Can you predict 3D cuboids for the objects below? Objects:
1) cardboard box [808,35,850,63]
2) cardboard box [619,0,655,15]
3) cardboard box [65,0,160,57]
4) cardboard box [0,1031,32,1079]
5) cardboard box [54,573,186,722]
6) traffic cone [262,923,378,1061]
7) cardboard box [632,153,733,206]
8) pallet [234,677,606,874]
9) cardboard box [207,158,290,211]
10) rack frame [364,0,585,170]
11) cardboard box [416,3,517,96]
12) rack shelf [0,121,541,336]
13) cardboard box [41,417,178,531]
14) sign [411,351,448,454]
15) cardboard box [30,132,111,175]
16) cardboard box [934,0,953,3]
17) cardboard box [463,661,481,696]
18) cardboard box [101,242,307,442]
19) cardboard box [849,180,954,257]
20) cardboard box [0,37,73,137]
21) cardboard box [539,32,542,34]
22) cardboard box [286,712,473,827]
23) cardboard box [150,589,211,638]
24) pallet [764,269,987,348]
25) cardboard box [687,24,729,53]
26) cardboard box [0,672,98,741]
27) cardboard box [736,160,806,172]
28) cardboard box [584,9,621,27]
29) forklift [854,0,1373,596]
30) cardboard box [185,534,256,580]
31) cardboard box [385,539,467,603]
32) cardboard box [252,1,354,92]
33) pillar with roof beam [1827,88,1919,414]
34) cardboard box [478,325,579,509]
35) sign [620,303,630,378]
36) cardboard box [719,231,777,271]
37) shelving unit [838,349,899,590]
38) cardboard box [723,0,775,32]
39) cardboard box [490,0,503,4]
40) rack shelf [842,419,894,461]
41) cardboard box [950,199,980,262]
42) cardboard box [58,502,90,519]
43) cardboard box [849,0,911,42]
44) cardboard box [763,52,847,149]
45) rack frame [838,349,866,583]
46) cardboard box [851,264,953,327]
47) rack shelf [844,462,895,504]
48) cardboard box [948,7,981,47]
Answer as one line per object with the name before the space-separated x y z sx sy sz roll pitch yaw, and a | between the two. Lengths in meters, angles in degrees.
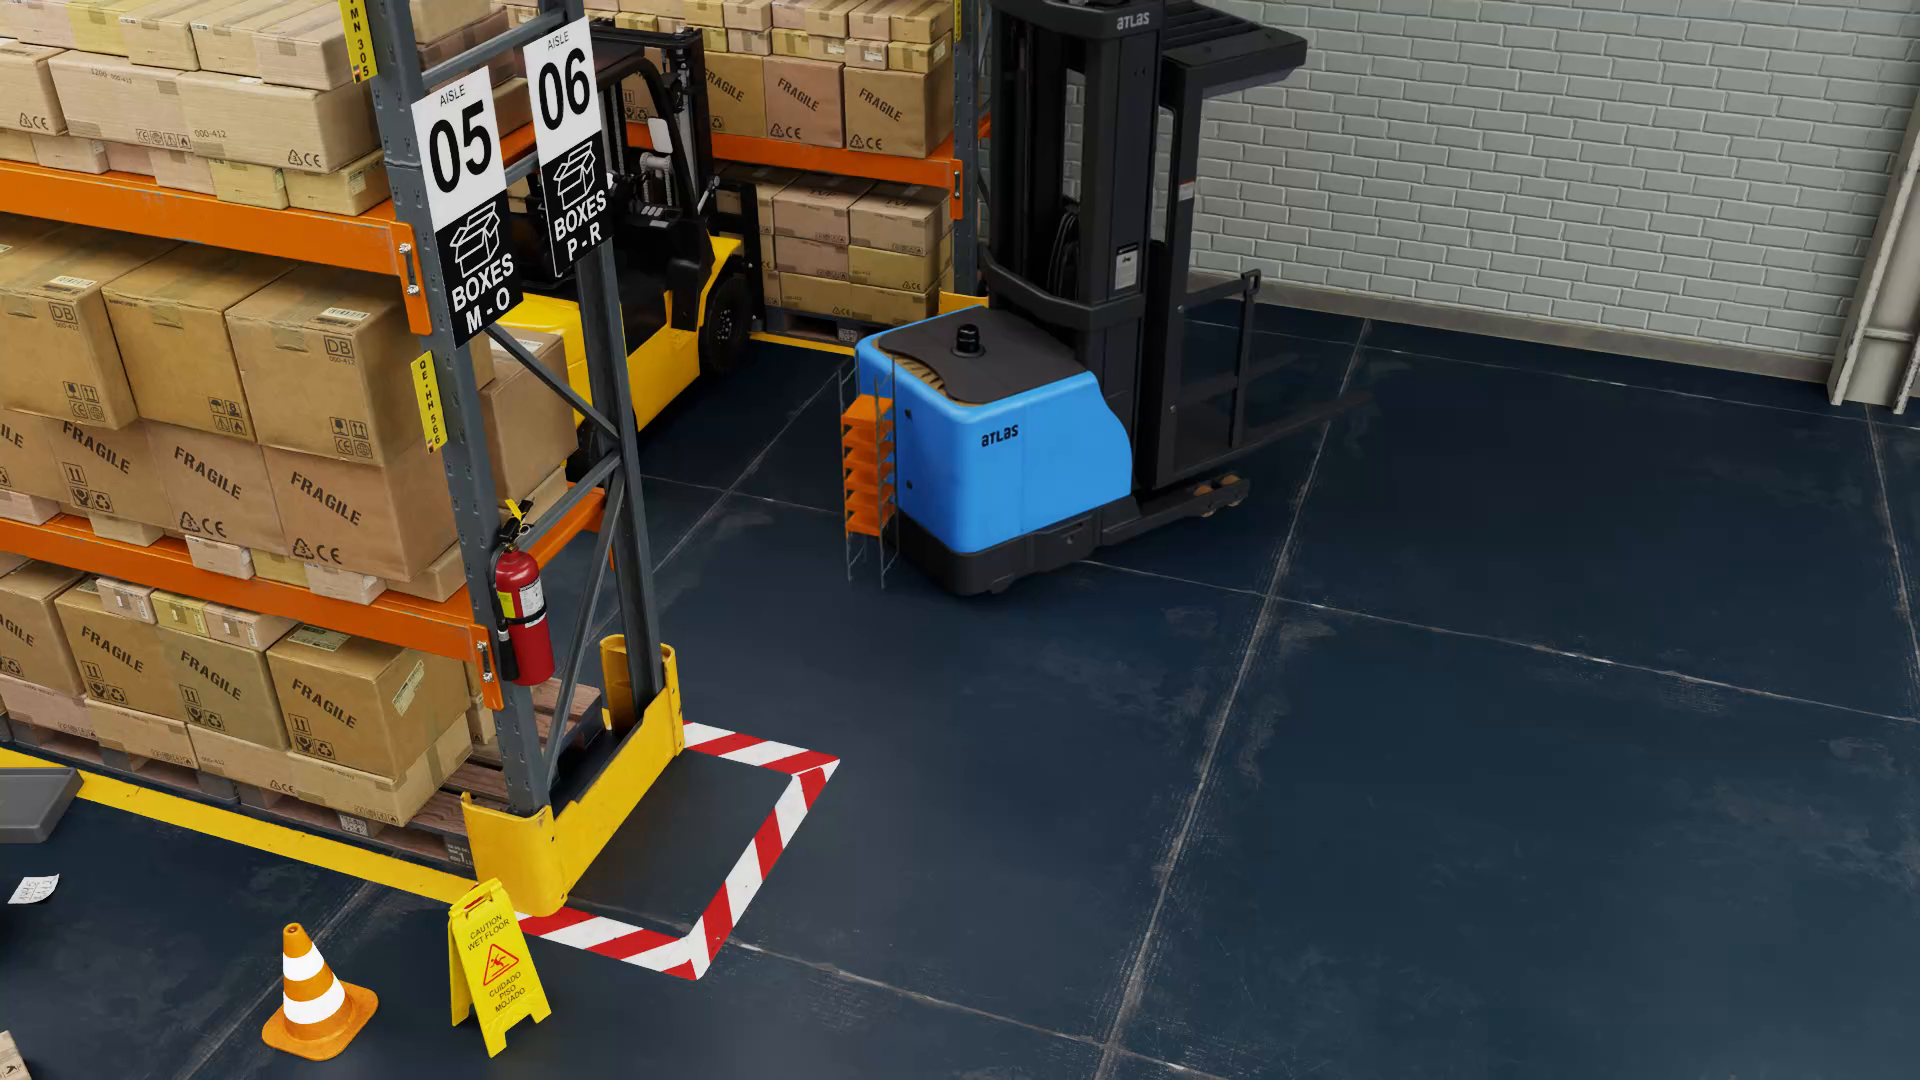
cardboard box | -0.709 -2.978 9.907 0.250 0.149 0.380 12 35 17
cardboard box | -1.899 -3.362 10.228 0.250 0.149 0.380 11 34 17
cardboard box | -2.600 -1.675 5.310 0.250 0.149 0.380 11 35 17
cardboard box | -3.399 1.892 5.682 0.380 0.149 0.250 -25 40 -33
cardboard box | -3.292 0.363 6.879 0.500 0.500 0.500 10 34 15
traffic cone | -2.325 1.548 5.925 0.334 0.463 0.336 11 34 16
cardboard box | -1.788 -2.273 10.731 0.500 0.250 0.500 10 34 15
pallet | -2.309 0.893 7.172 1.213 0.211 1.003 11 34 16
cardboard box | -2.160 -1.203 5.314 0.250 0.149 0.380 11 35 17
rack frame | -1.485 -2.618 4.508 0.127 3.000 1.000 11 34 16
cardboard box | -1.868 -1.648 5.635 0.500 0.250 0.500 10 34 16
rack shelf | -3.367 -1.421 6.084 4.000 0.370 1.077 11 34 16
cardboard box | -3.028 -0.410 6.254 0.500 0.500 0.500 11 34 16
sign | -1.691 -0.437 5.302 0.005 0.325 0.100 11 34 16
cardboard box | -2.865 -1.371 5.574 0.250 0.149 0.380 11 34 16
cardboard box | -0.058 -3.243 10.042 0.250 0.149 0.380 10 34 16
cardboard box | -2.173 0.273 7.018 0.500 0.500 0.500 10 34 15
cardboard box | -2.513 -0.763 5.878 0.500 0.500 0.700 11 35 17
cardboard box | -0.352 -1.999 10.307 0.500 0.250 0.500 12 35 18
cardboard box | -3.020 -1.561 5.501 0.500 0.250 0.500 12 35 18
cardboard box | -2.754 -3.105 10.702 0.500 0.500 0.500 12 35 17
cardboard box | -2.359 0.866 6.790 0.500 0.250 0.500 11 34 16
cardboard box | -2.931 0.200 6.533 0.250 0.149 0.380 12 35 17
pallet | -0.548 -1.580 11.002 1.213 0.211 1.003 11 34 16
cardboard box | -1.450 -3.090 10.080 0.250 0.149 0.380 11 35 17
cardboard box | -3.779 0.583 7.230 0.500 0.250 0.500 11 34 16
cardboard box | -1.141 -2.445 10.998 0.500 0.250 0.500 11 34 16
cardboard box | -2.173 -3.238 10.309 0.250 0.149 0.380 10 34 15
forklift | 0.961 -1.572 8.482 3.031 2.935 1.130 -20 38 -28
cardboard box | -2.672 -0.030 6.263 0.250 0.149 0.380 12 35 17
cardboard box | -1.909 0.049 6.140 0.250 0.149 0.380 12 35 18
cardboard box | -1.903 -1.498 5.036 0.250 0.149 0.380 11 35 17
pillar with roof beam | 4.031 -2.444 4.240 0.400 9.000 9.100 11 34 16
cardboard box | -1.837 -0.493 6.381 0.500 0.500 0.500 10 34 16
sign | -1.302 -0.738 6.330 0.005 0.325 0.100 11 34 16
cardboard box | -1.339 -1.974 10.729 0.500 0.250 0.500 10 34 15
shelving unit | -0.440 -0.332 8.158 0.189 1.200 0.258 11 34 16
cardboard box | -1.212 -3.168 9.927 0.250 0.149 0.380 12 35 18
cardboard box | -2.869 -3.406 10.570 0.250 0.149 0.380 11 34 16
rack shelf | -0.440 -0.497 8.052 0.180 0.103 0.258 11 34 16
cardboard box | -0.186 -2.056 10.856 0.500 0.250 0.500 12 35 17
cardboard box | -3.341 -0.241 6.589 0.250 0.149 0.380 11 34 16
cardboard box | -0.465 -3.059 9.758 0.250 0.149 0.380 11 34 17
cardboard box | -0.851 -2.730 10.121 0.500 0.500 0.500 12 35 18
rack frame | -0.526 -0.349 8.184 0.006 1.200 0.240 11 34 16
cardboard box | -0.363 -1.579 10.577 0.500 0.250 0.500 11 35 17
rack shelf | -0.440 -0.295 8.183 0.180 0.103 0.258 11 34 16
cardboard box | -0.045 -3.142 10.160 0.250 0.149 0.380 10 34 15
